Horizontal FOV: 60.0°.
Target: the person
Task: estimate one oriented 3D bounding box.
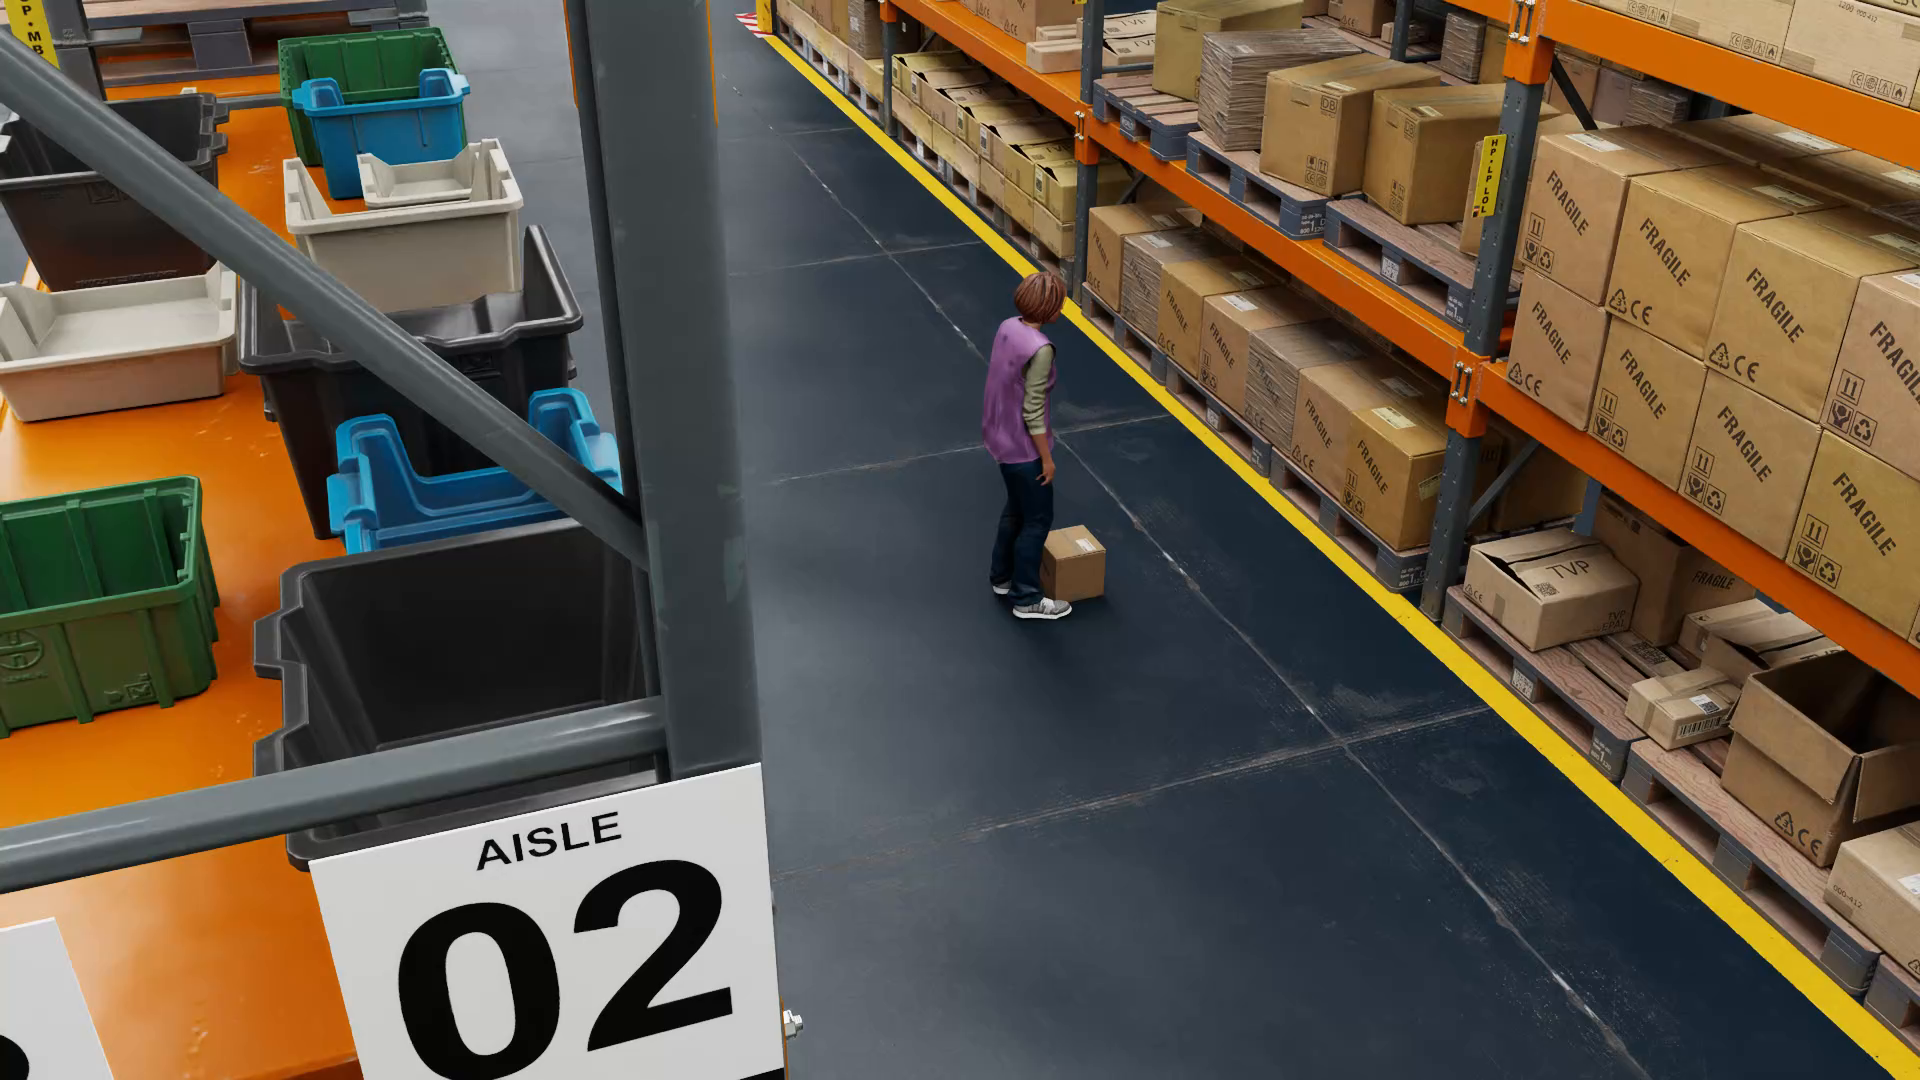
[{"bbox_3d":[0.287,-0.415,7.352,0.348,1.593,0.459,-11,32,-17],"label":"person"}]
